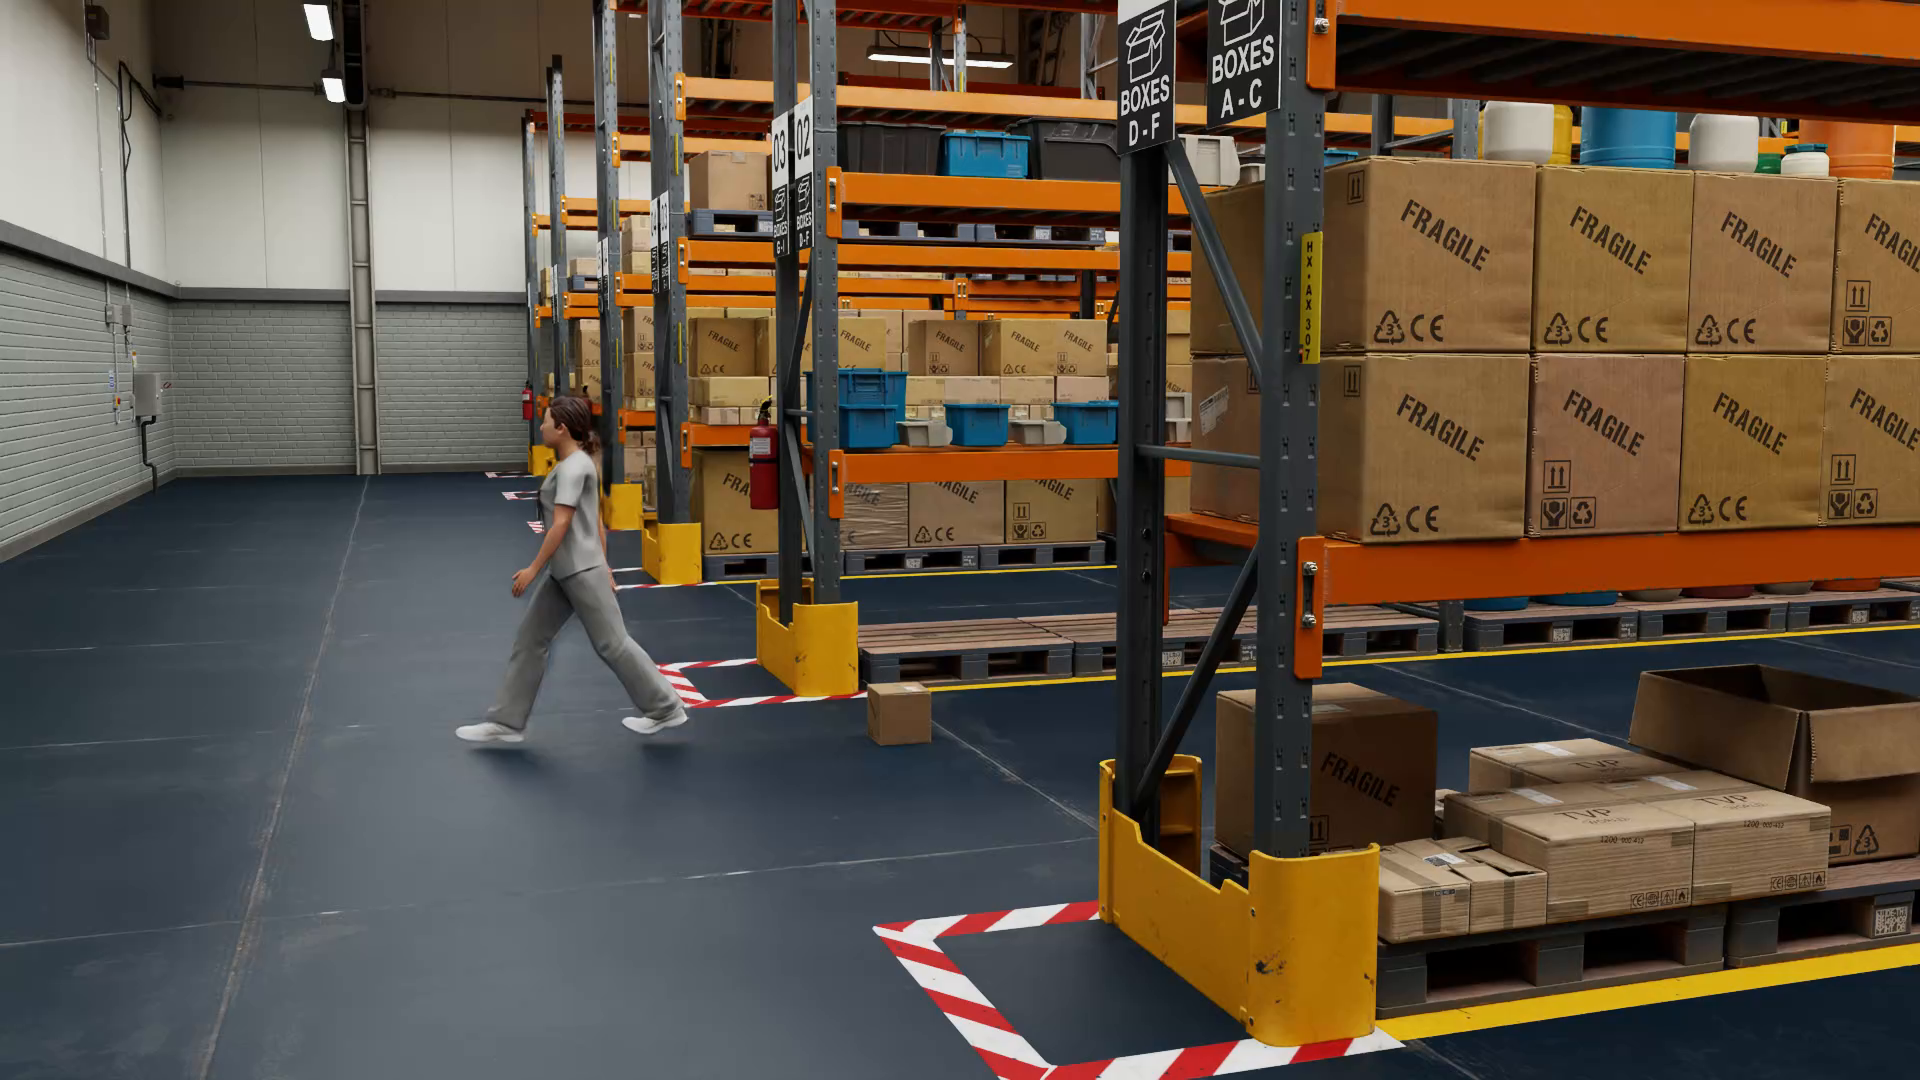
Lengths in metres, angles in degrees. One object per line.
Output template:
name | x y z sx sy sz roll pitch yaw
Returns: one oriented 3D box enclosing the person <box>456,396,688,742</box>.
person | -1.811 0.140 7.710 1.058 1.612 0.467 -2 6 -15
